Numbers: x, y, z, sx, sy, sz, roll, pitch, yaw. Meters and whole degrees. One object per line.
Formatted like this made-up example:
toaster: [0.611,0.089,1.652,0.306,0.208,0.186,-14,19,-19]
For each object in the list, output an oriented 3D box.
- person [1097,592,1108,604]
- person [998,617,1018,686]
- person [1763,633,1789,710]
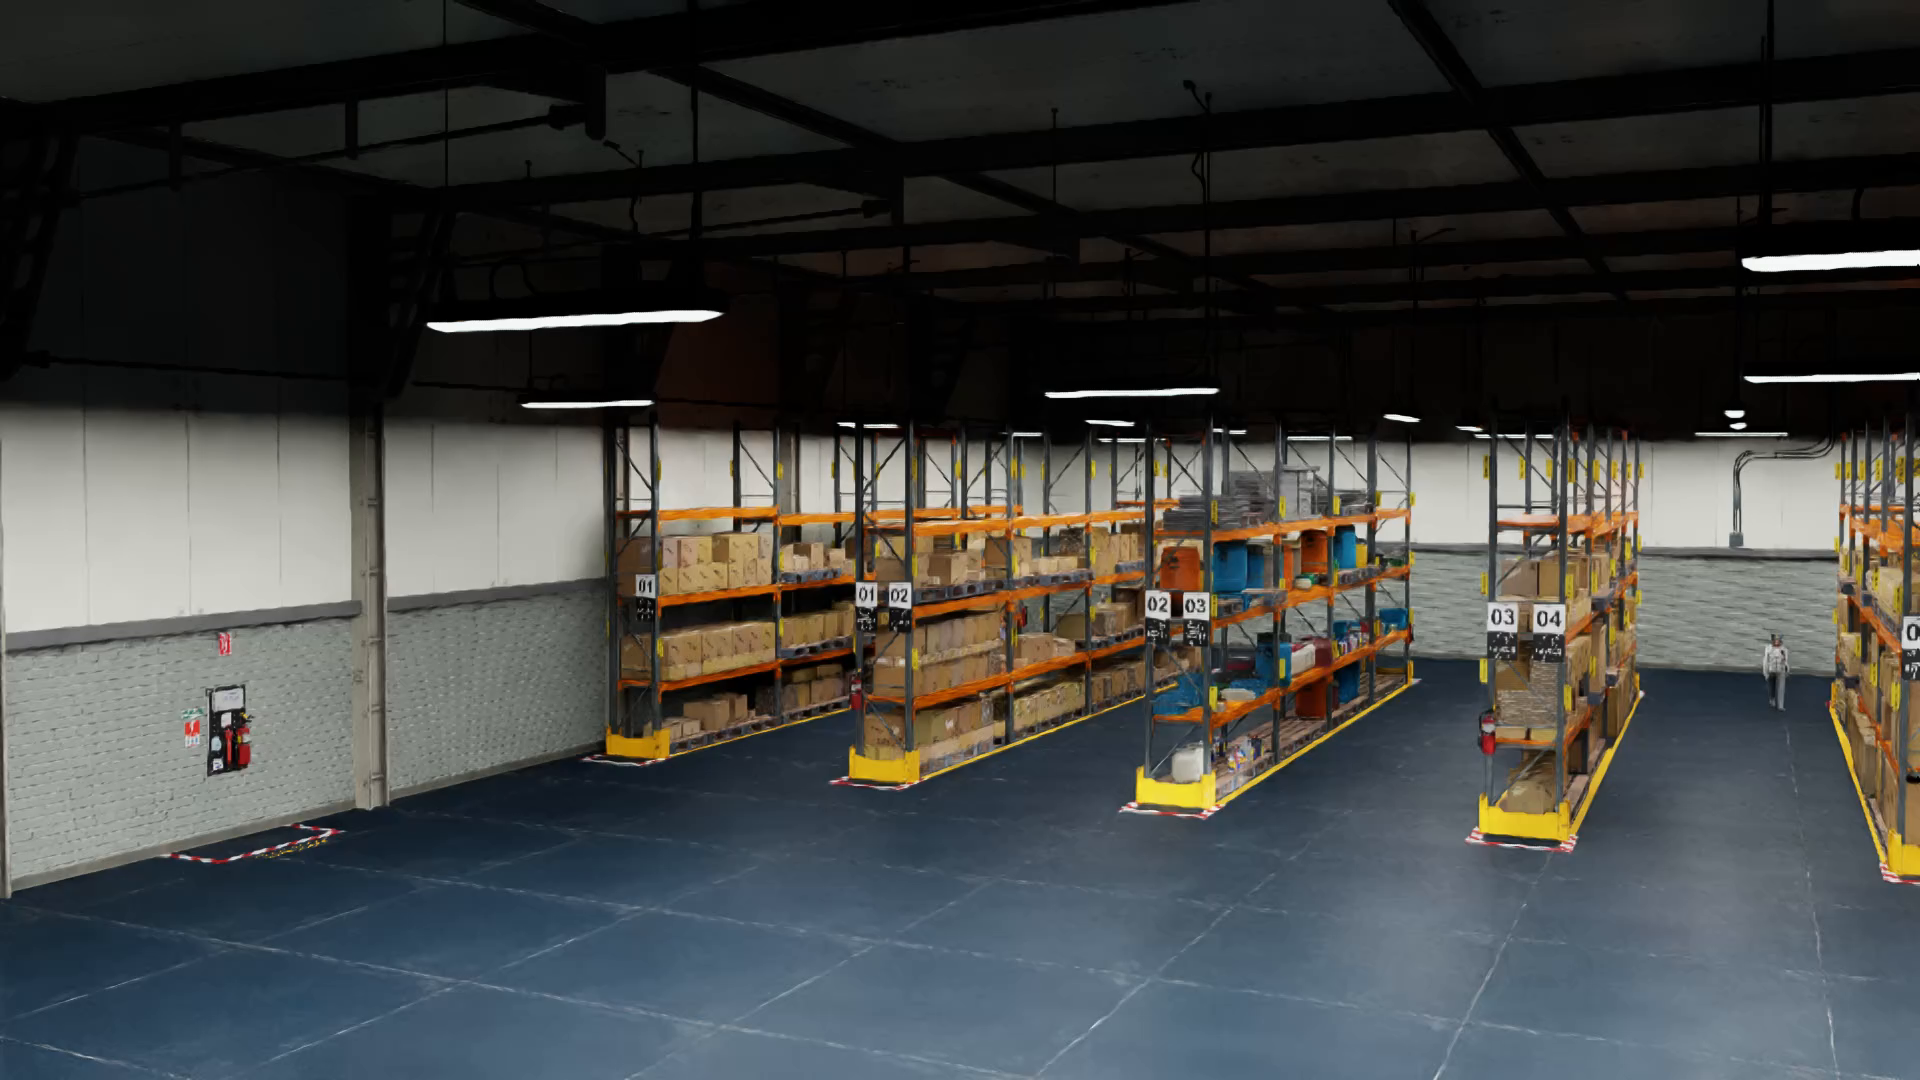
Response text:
person: [3.935,2.245,45.112,0.556,1.712,1.030,1,3,24]
person: [1.086,2.580,38.600,0.491,1.590,0.991,1,3,24]
person: [17.043,2.732,34.742,0.495,1.577,1.086,1,3,28]
